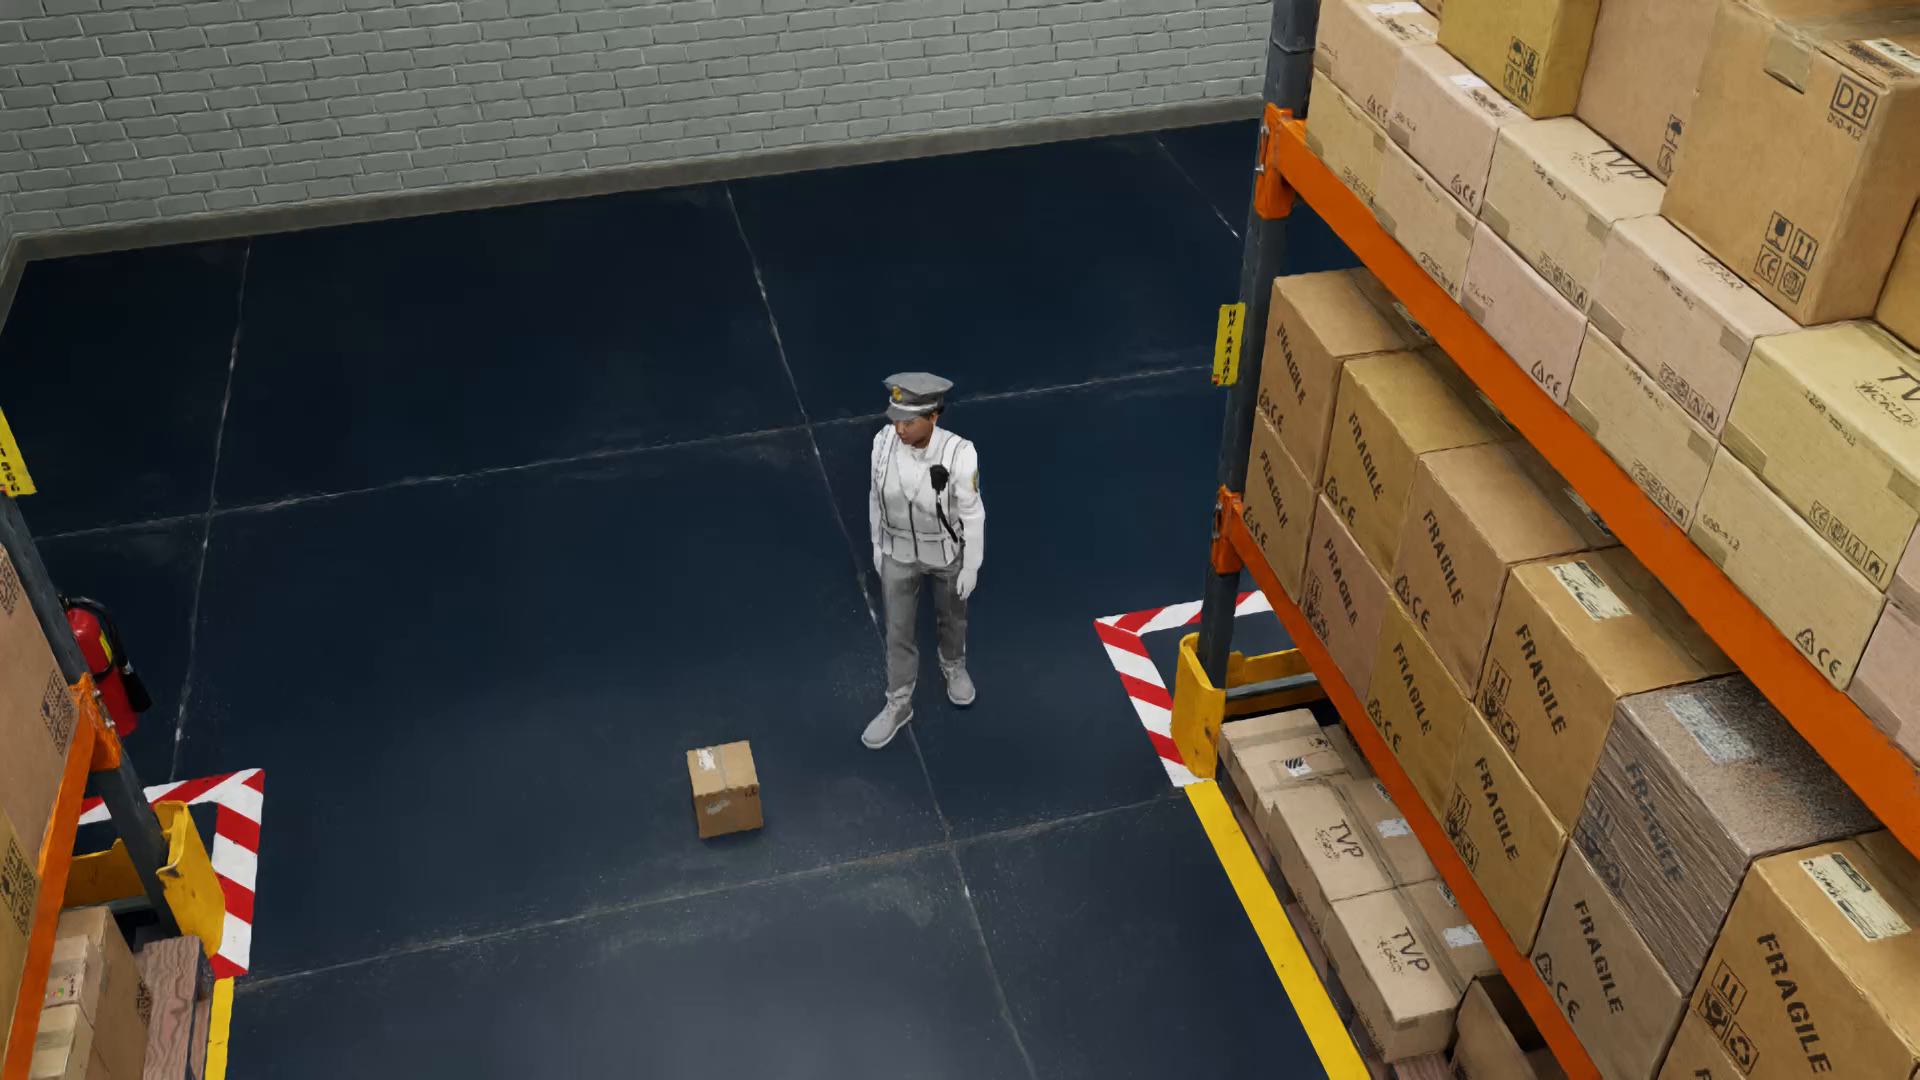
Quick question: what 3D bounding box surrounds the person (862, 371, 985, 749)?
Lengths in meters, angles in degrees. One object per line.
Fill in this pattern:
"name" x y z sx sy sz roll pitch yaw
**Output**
"person" -0.154 0.068 6.609 0.462 1.677 0.578 8 39 10
